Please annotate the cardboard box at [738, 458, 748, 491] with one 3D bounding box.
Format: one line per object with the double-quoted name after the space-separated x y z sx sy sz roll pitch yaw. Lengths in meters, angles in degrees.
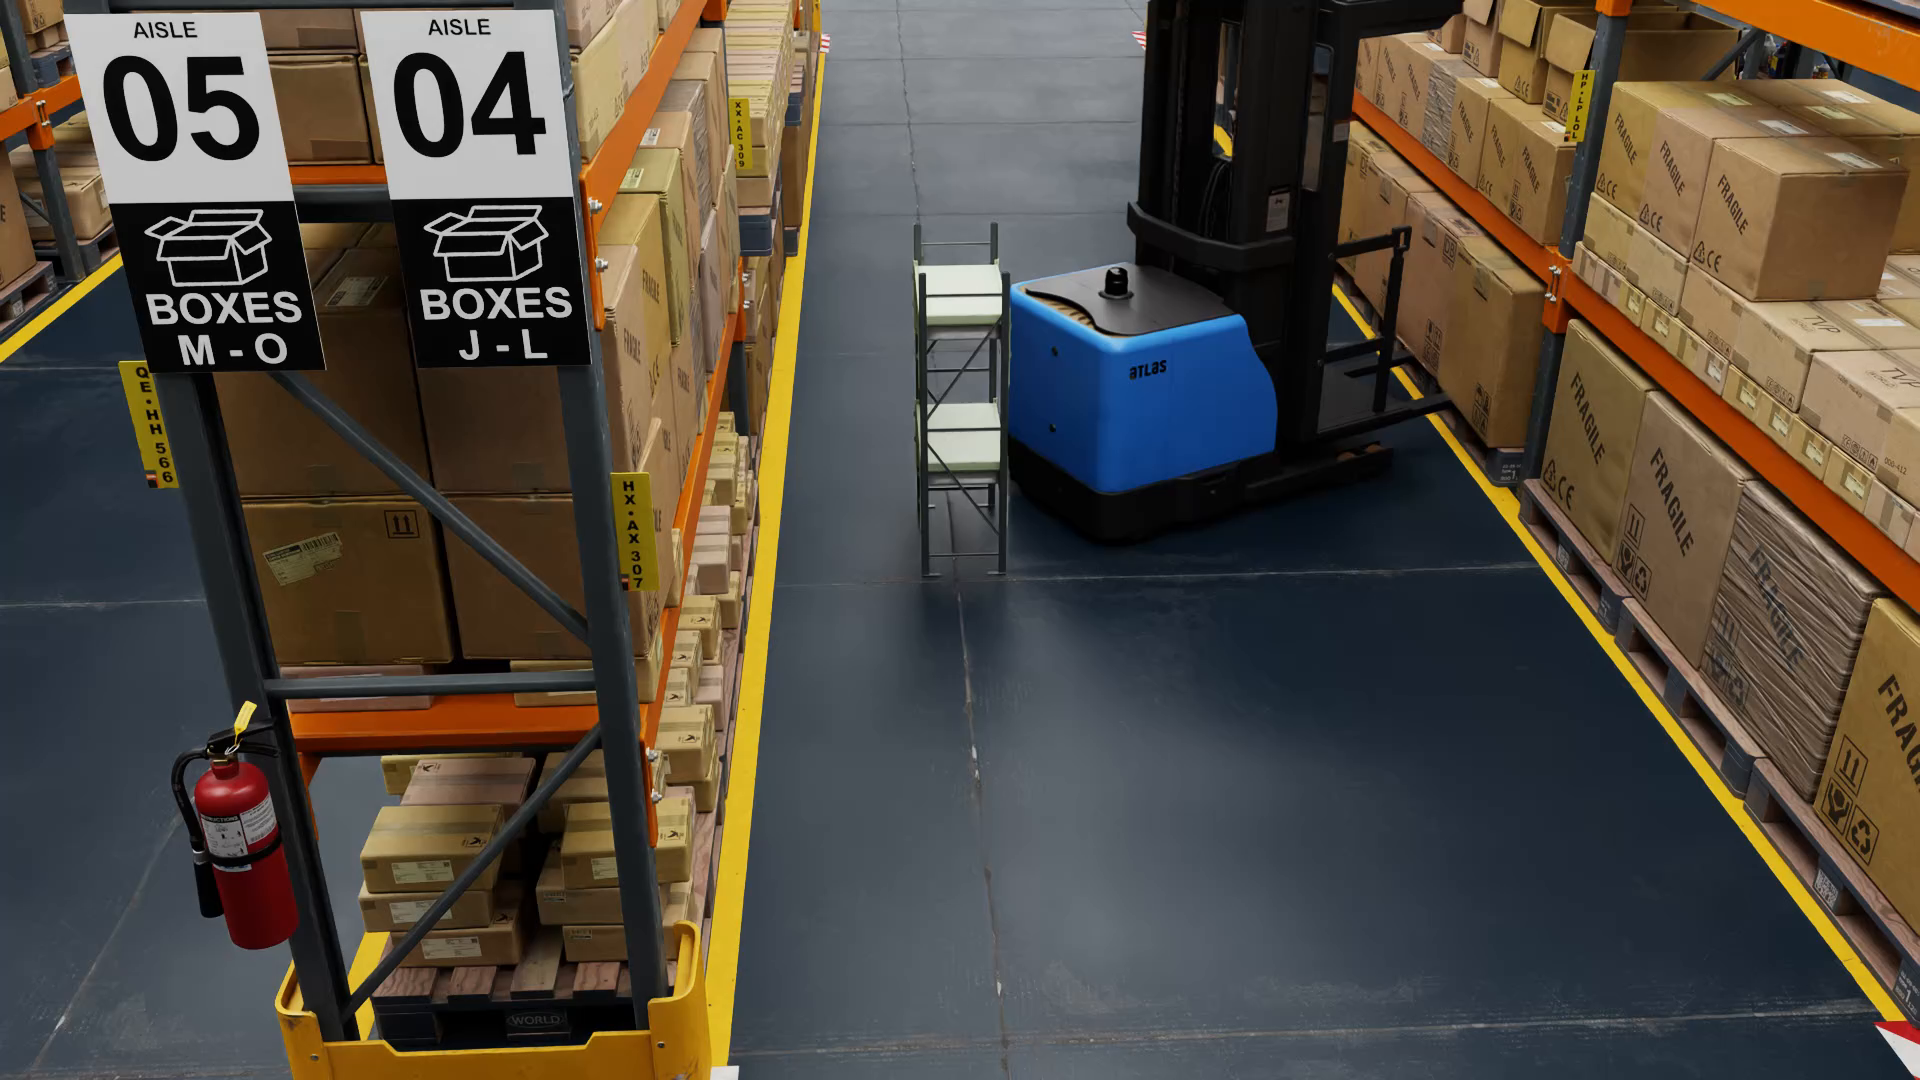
-1.194 -0.260 7.811 0.380 0.149 0.250 -3 28 -5 "cardboard box"

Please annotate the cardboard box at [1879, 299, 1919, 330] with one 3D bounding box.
3.769 -0.700 6.189 0.500 0.250 0.500 -2 28 -4 "cardboard box"

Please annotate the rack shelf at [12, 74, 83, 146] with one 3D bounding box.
-6.806 -3.754 12.981 1.077 0.370 4.000 -1 28 -3 "rack shelf"

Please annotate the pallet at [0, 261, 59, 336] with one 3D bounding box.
-6.735 -1.547 10.987 1.003 0.211 1.213 -1 28 -3 "pallet"

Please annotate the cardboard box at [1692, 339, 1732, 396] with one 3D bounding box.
3.155 -0.686 6.594 0.380 0.149 0.250 -1 28 -2 "cardboard box"

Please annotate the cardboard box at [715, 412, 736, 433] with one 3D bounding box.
-1.276 -0.496 7.942 0.380 0.149 0.250 -1 28 -1 "cardboard box"

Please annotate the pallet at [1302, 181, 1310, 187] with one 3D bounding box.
3.156 -2.513 12.840 1.003 0.211 1.213 -1 28 -3 "pallet"

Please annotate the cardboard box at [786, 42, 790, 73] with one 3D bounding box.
-1.238 -2.945 10.148 0.380 0.149 0.250 -1 28 -3 "cardboard box"

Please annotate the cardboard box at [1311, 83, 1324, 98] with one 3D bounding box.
3.033 -3.559 14.058 0.700 0.500 0.500 -4 28 -7 "cardboard box"

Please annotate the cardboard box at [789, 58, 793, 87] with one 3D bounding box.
-1.254 -2.940 10.460 0.380 0.149 0.250 -1 28 -2 "cardboard box"

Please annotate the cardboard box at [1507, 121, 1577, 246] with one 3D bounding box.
3.107 -1.795 8.339 0.500 0.500 0.500 -1 28 -2 "cardboard box"

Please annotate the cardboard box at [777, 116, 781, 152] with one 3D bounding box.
-1.171 -2.213 9.066 0.380 0.149 0.250 -3 28 -5 "cardboard box"

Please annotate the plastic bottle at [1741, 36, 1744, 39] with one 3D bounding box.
8.250 -5.171 17.391 0.152 0.276 0.135 -2 28 -4 "plastic bottle"

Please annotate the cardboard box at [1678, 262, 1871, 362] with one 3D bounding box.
3.221 -0.914 6.600 0.500 0.250 0.500 -1 28 -1 "cardboard box"

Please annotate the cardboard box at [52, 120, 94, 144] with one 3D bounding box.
-6.801 -3.122 13.380 0.950 0.372 0.625 0 28 -1 "cardboard box"

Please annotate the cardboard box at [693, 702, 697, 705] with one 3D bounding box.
-1.181 0.738 6.220 0.380 0.149 0.250 -1 28 -3 "cardboard box"

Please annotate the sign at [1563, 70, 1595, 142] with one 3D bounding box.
2.863 -2.002 7.678 0.100 0.325 0.005 -1 28 -3 "sign"

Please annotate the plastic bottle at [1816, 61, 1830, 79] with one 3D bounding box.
8.354 -4.498 16.105 0.097 0.271 0.097 0 28 0 "plastic bottle"

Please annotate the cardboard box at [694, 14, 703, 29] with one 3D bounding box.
-2.055 -3.561 11.726 0.500 0.500 0.500 -1 28 -3 "cardboard box"

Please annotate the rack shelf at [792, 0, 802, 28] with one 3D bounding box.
-1.868 -3.920 13.300 1.077 0.370 4.000 -1 28 -3 "rack shelf"

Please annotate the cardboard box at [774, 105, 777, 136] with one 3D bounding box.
-1.159 -2.227 8.771 0.380 0.149 0.250 -3 28 -5 "cardboard box"

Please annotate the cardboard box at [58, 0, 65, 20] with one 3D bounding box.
-6.528 -3.965 11.725 0.500 0.500 0.500 0 28 0 "cardboard box"

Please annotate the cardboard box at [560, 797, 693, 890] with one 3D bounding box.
-1.034 0.943 5.183 0.380 0.149 0.250 -3 28 -5 "cardboard box"

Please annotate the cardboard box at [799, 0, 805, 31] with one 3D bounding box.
-1.935 -4.699 15.859 0.875 0.875 0.875 -1 28 -2 "cardboard box"

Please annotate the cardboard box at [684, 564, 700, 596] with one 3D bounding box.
-1.231 0.222 6.566 0.380 0.149 0.250 -1 28 -3 "cardboard box"

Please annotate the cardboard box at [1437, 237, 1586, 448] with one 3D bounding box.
3.351 -1.080 8.921 1.225 0.875 0.875 -1 28 -2 "cardboard box"

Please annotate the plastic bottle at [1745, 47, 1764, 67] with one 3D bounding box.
8.126 -4.994 17.050 0.152 0.276 0.135 -1 28 -3 "plastic bottle"

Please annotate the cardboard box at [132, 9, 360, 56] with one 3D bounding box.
-1.624 -1.312 3.901 0.500 0.250 0.500 -2 28 -4 "cardboard box"

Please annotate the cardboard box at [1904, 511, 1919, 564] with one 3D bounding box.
3.238 0.025 5.231 0.380 0.149 0.250 -1 28 -3 "cardboard box"

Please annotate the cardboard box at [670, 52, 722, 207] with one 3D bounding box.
-1.228 -1.638 6.637 0.500 0.500 0.500 -2 28 -4 "cardboard box"

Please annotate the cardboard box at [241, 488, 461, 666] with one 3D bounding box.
-1.626 0.002 4.573 0.500 0.500 0.500 -1 28 -2 "cardboard box"

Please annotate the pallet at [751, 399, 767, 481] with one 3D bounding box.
-1.597 -0.591 9.155 1.003 0.211 1.213 -1 28 -3 "pallet"

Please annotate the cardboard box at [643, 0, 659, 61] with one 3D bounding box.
-1.177 -1.579 4.951 0.500 0.250 0.500 -2 28 -4 "cardboard box"

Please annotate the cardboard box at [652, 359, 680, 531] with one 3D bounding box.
-1.147 -0.257 5.070 0.500 0.500 0.500 -1 28 -3 "cardboard box"

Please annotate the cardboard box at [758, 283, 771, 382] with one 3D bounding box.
-1.358 -1.138 9.437 0.500 0.500 0.500 0 28 0 "cardboard box"

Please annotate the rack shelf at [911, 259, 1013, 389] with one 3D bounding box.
0.000 -1.014 7.729 0.431 0.370 0.720 -1 28 -3 "rack shelf"

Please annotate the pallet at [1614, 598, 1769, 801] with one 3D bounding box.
3.432 0.613 6.846 1.003 0.211 1.213 -1 28 -3 "pallet"

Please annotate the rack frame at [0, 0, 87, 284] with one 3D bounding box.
-6.701 -3.149 11.044 1.000 3.000 0.127 -1 28 -3 "rack frame"

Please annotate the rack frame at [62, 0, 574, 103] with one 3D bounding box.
-1.346 -2.281 2.892 1.000 3.000 0.127 -1 28 -3 "rack frame"

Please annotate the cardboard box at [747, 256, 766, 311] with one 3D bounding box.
-1.360 -1.472 9.266 0.500 0.250 0.500 -1 28 -1 "cardboard box"

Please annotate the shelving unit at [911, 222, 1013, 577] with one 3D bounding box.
0.000 -0.668 7.909 0.431 1.500 0.755 -1 28 -3 "shelving unit"

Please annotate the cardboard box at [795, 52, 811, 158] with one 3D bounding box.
-1.803 -3.621 13.928 1.050 0.750 0.750 -1 28 -3 "cardboard box"

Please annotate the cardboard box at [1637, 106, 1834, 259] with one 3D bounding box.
3.192 -1.484 6.881 0.500 0.500 0.500 -1 28 -3 "cardboard box"

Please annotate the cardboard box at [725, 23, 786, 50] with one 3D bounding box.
-1.231 -2.967 9.869 0.380 0.149 0.250 -1 28 -3 "cardboard box"

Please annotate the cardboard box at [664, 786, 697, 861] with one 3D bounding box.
-1.075 0.949 5.493 0.380 0.149 0.250 -2 28 -3 "cardboard box"

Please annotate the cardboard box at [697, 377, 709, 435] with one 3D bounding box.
-1.152 -0.510 6.256 0.380 0.149 0.250 -1 28 -2 "cardboard box"

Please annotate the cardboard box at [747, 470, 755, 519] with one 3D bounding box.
-1.194 -0.217 8.052 0.380 0.149 0.250 -1 28 -2 "cardboard box"

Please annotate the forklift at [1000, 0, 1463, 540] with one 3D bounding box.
1.726 -1.789 8.511 3.031 2.935 1.130 -15 31 -27 "forklift"

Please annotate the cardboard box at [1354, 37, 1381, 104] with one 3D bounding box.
2.949 -3.202 11.037 0.500 0.500 0.500 -1 28 -1 "cardboard box"

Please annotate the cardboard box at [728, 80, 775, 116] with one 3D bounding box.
-1.147 -2.247 8.488 0.380 0.149 0.250 -1 28 -2 "cardboard box"

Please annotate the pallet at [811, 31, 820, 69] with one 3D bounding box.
-2.061 -5.406 18.387 1.003 0.211 1.213 -1 28 -3 "pallet"
